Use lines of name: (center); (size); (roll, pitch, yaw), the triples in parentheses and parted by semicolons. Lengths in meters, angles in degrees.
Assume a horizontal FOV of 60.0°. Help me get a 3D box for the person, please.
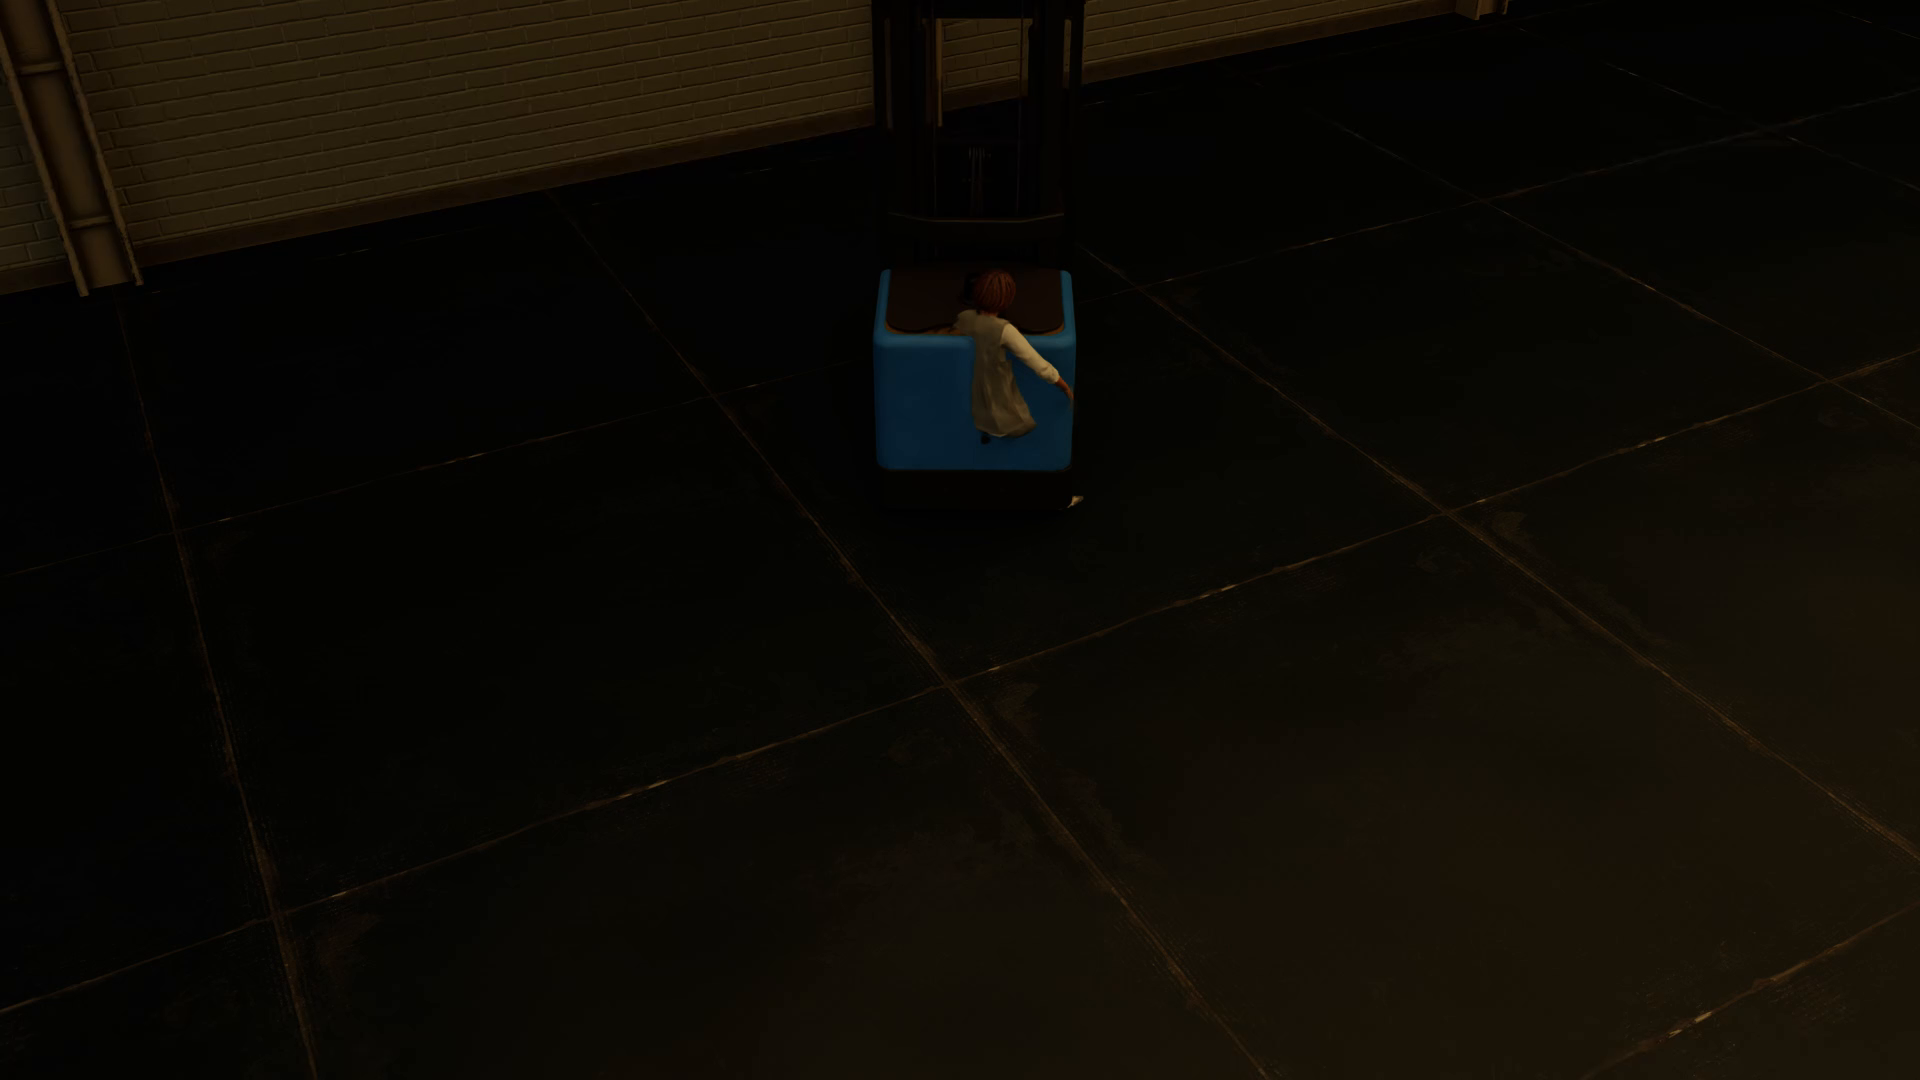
person: (0.305, -0.784, 8.633); (0.688, 1.410, 0.692); (25, 42, 31)

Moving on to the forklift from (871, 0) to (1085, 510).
forklift: (0.095, -2.171, 9.194); (1.130, 2.935, 3.031); (1, 35, 1)
